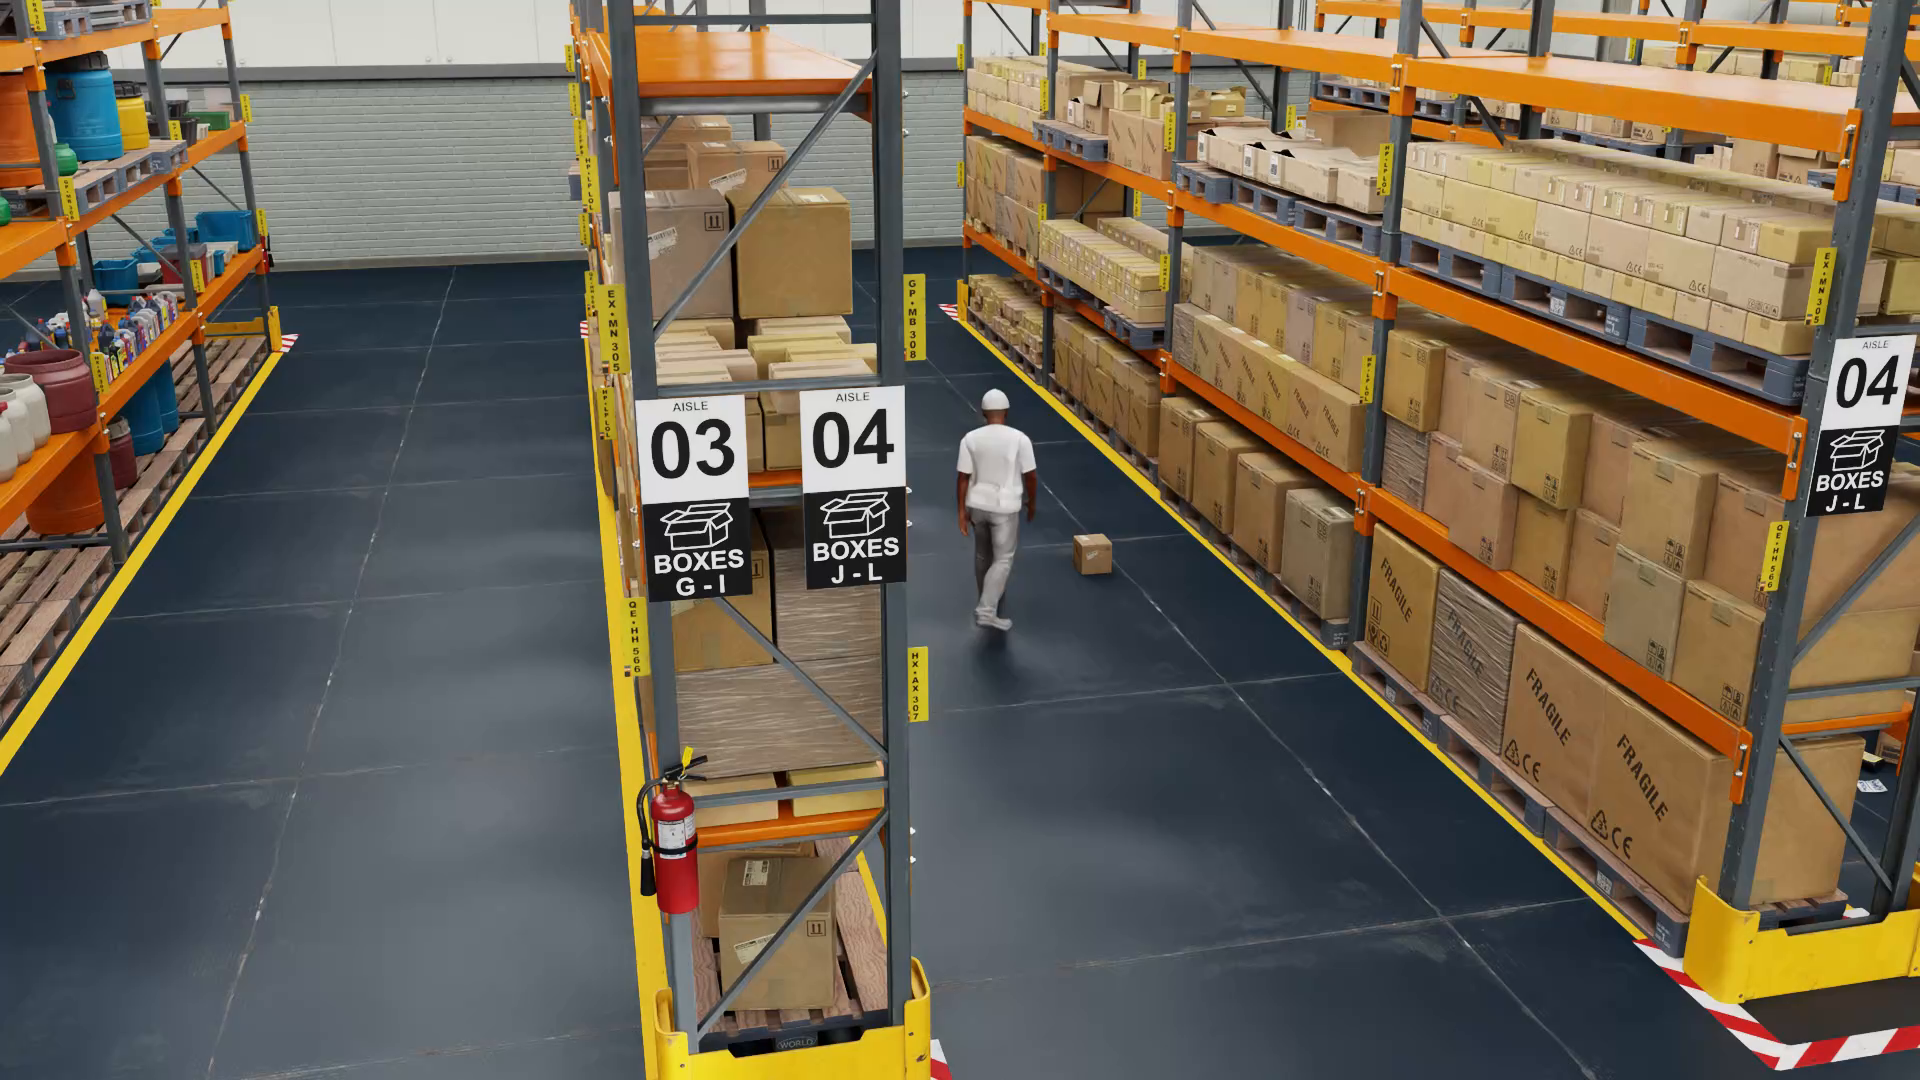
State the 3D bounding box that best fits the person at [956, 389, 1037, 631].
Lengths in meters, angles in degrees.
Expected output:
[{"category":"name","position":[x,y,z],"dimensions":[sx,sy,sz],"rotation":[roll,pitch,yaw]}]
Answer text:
[{"category":"person","position":[0.238,-0.217,12.178],"dimensions":[0.561,1.728,0.990],"rotation":[8,21,22]}]
